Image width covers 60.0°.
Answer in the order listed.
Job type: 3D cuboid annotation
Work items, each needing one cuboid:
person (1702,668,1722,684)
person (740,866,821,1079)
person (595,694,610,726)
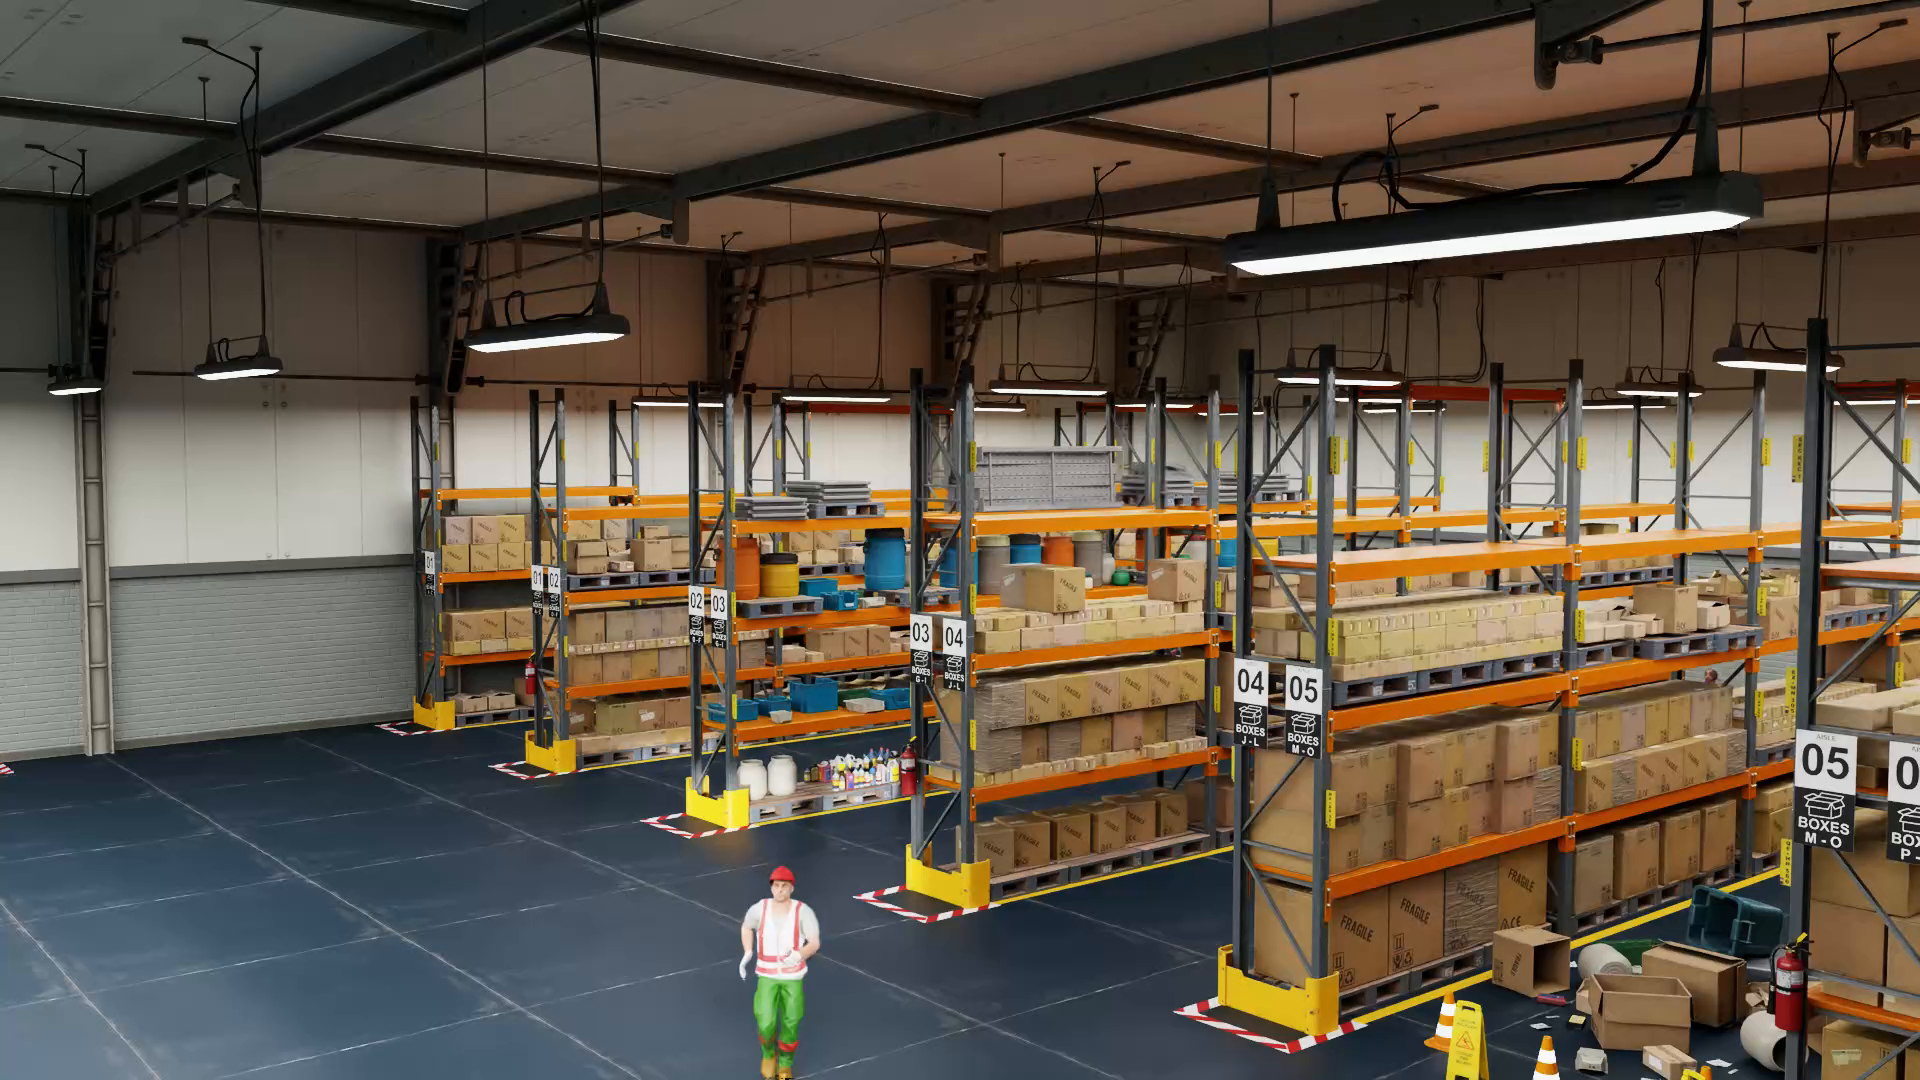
[{"bbox_3d":[12.025,2.811,26.635,0.481,1.549,0.713,3,4,41],"label":"person"},{"bbox_3d":[-1.438,3.486,13.264,0.649,1.741,0.642,0,3,-3],"label":"person"},{"bbox_3d":[-6.200,2.643,29.035,0.556,1.637,0.830,3,4,39],"label":"person"}]
